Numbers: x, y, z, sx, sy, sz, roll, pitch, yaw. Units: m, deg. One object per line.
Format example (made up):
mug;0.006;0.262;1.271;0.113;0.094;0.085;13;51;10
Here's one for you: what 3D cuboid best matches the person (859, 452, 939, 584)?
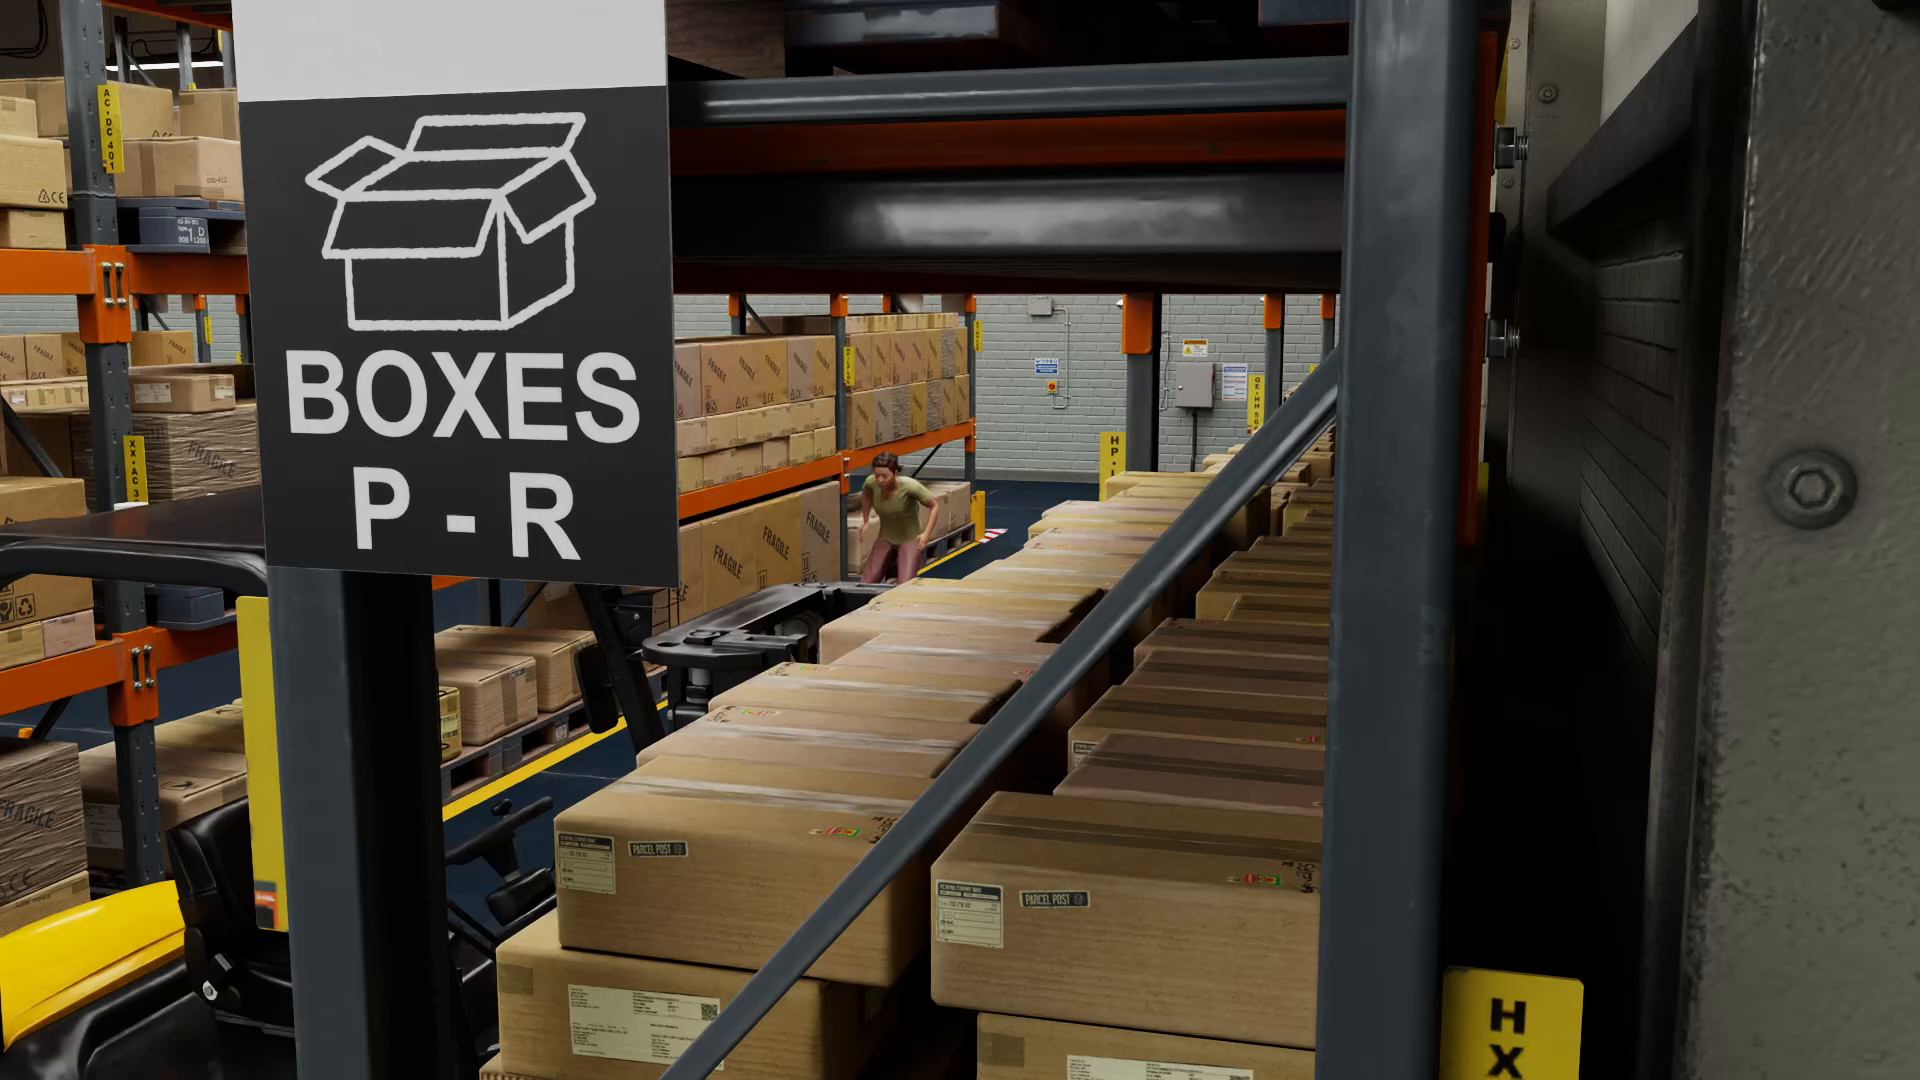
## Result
person;-0.498;0.082;12.347;0.652;1.514;0.607;3;9;22
